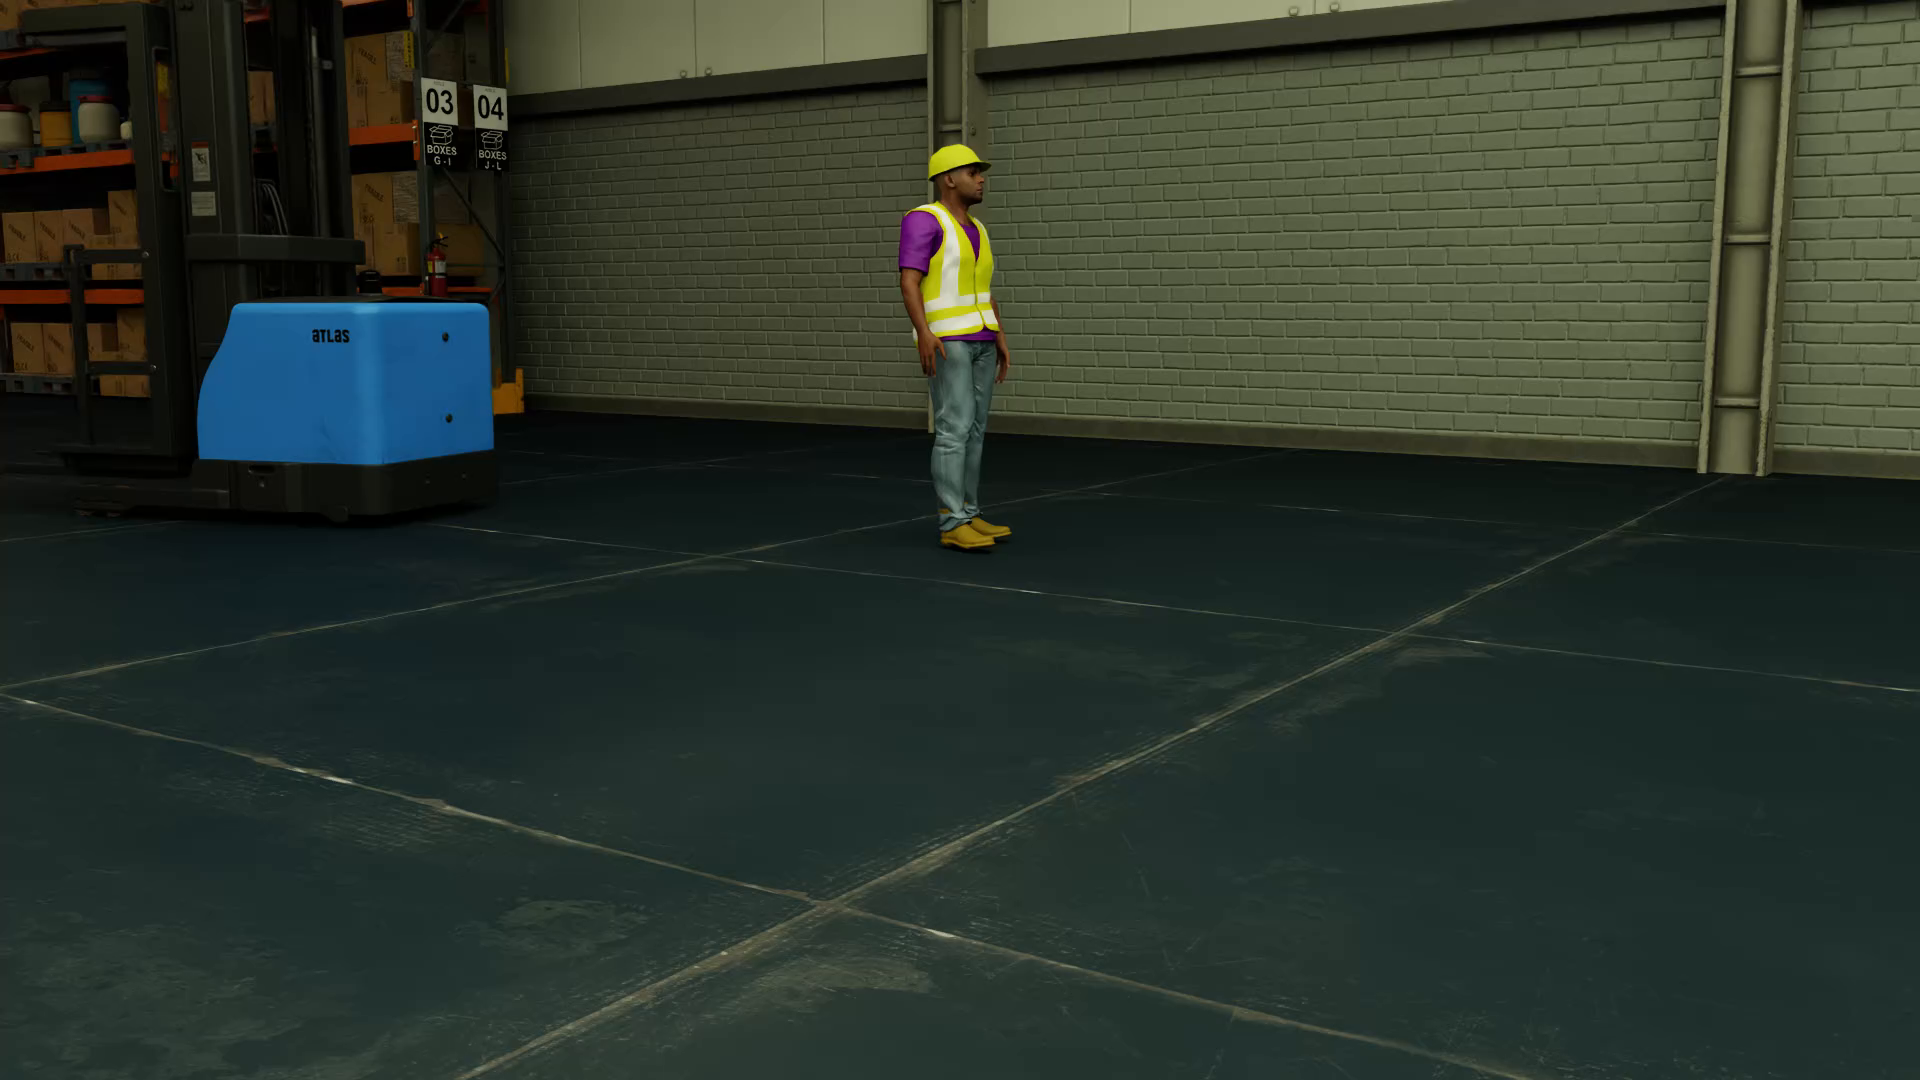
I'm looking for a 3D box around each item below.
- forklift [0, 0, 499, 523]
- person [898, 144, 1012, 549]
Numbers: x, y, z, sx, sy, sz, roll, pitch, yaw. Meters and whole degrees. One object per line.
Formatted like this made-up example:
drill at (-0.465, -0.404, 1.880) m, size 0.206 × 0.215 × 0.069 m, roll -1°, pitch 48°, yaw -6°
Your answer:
forklift at (-4.014, -1.631, 8.664) m, size 3.031 × 2.935 × 1.130 m, roll 3°, pitch 9°, yaw 19°
person at (0.055, -0.876, 7.435) m, size 0.575 × 1.768 × 0.665 m, roll 5°, pitch 10°, yaw 34°
